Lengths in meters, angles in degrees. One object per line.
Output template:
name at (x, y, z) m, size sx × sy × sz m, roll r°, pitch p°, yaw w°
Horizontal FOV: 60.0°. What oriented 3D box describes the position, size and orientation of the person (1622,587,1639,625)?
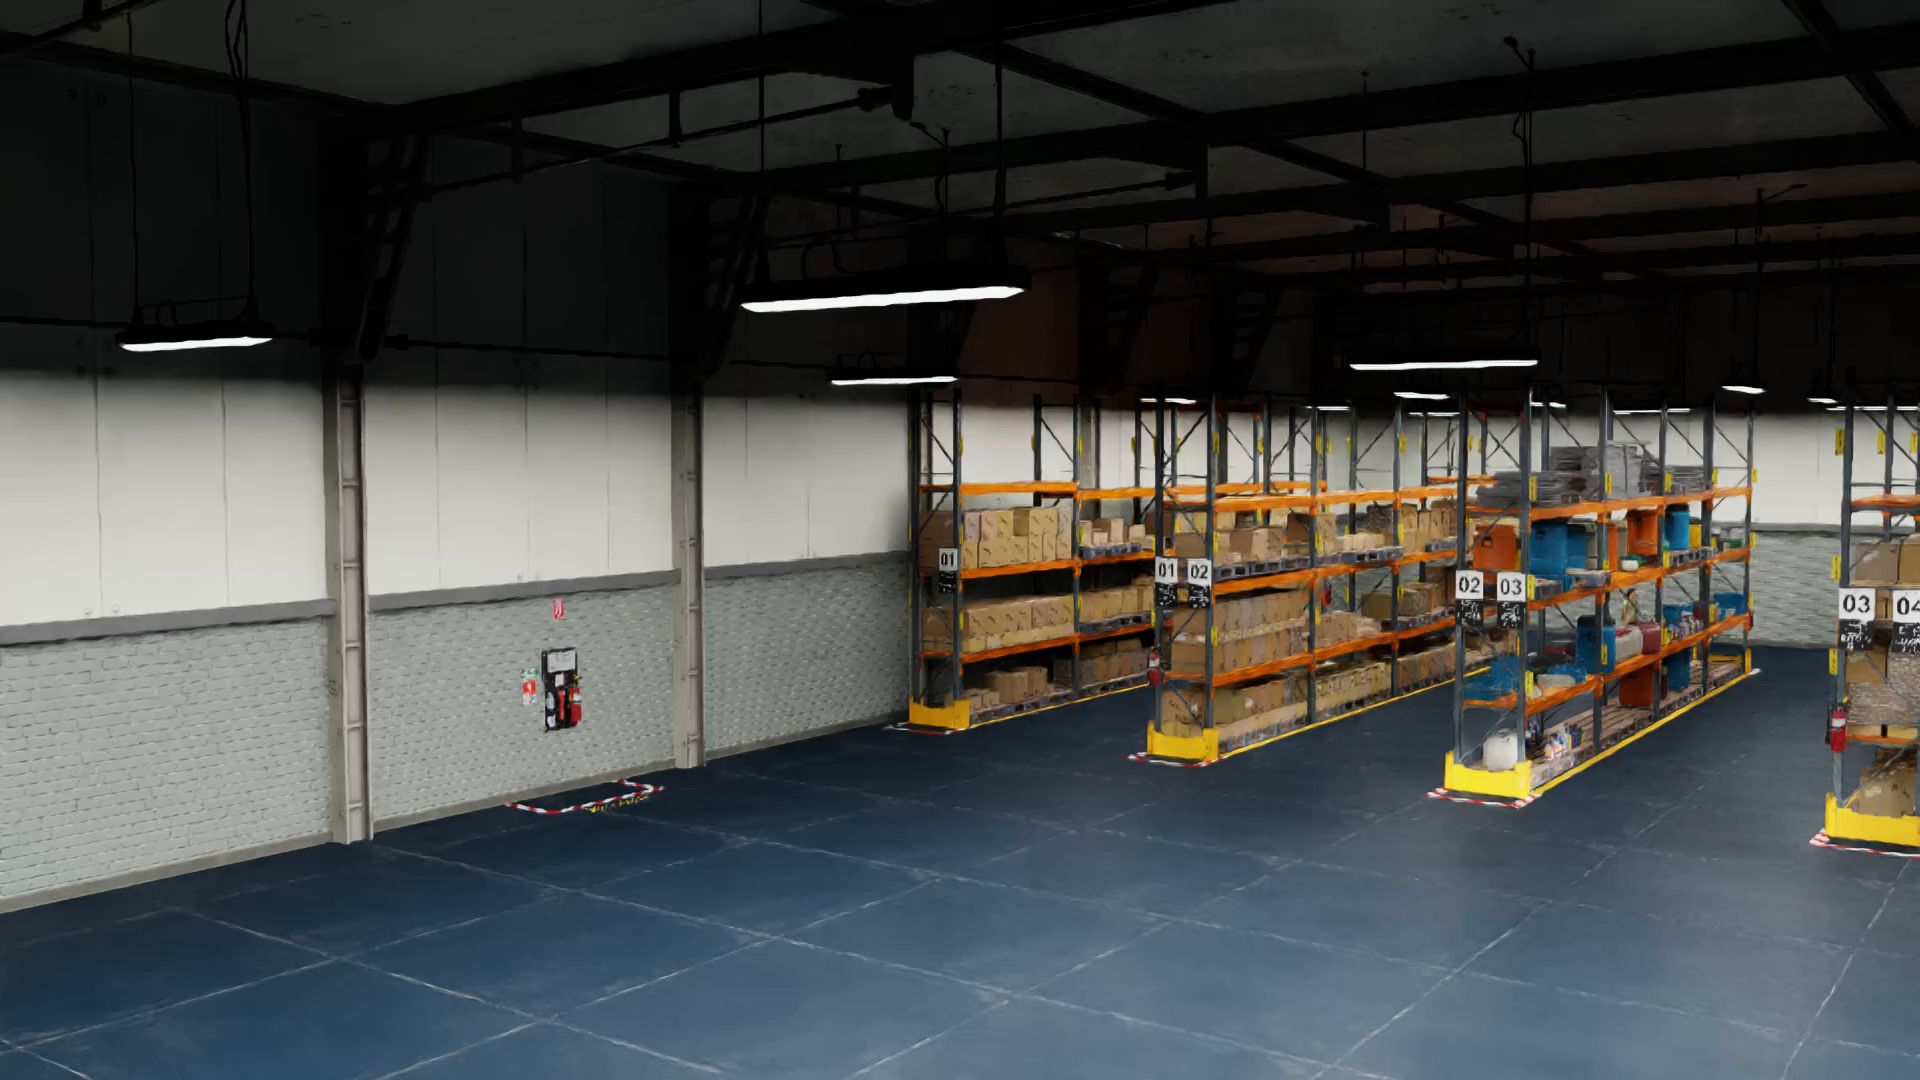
person at (15.720, 1.938, 38.905) m, size 0.652 × 1.667 × 0.497 m, roll -1°, pitch 4°, yaw -24°
